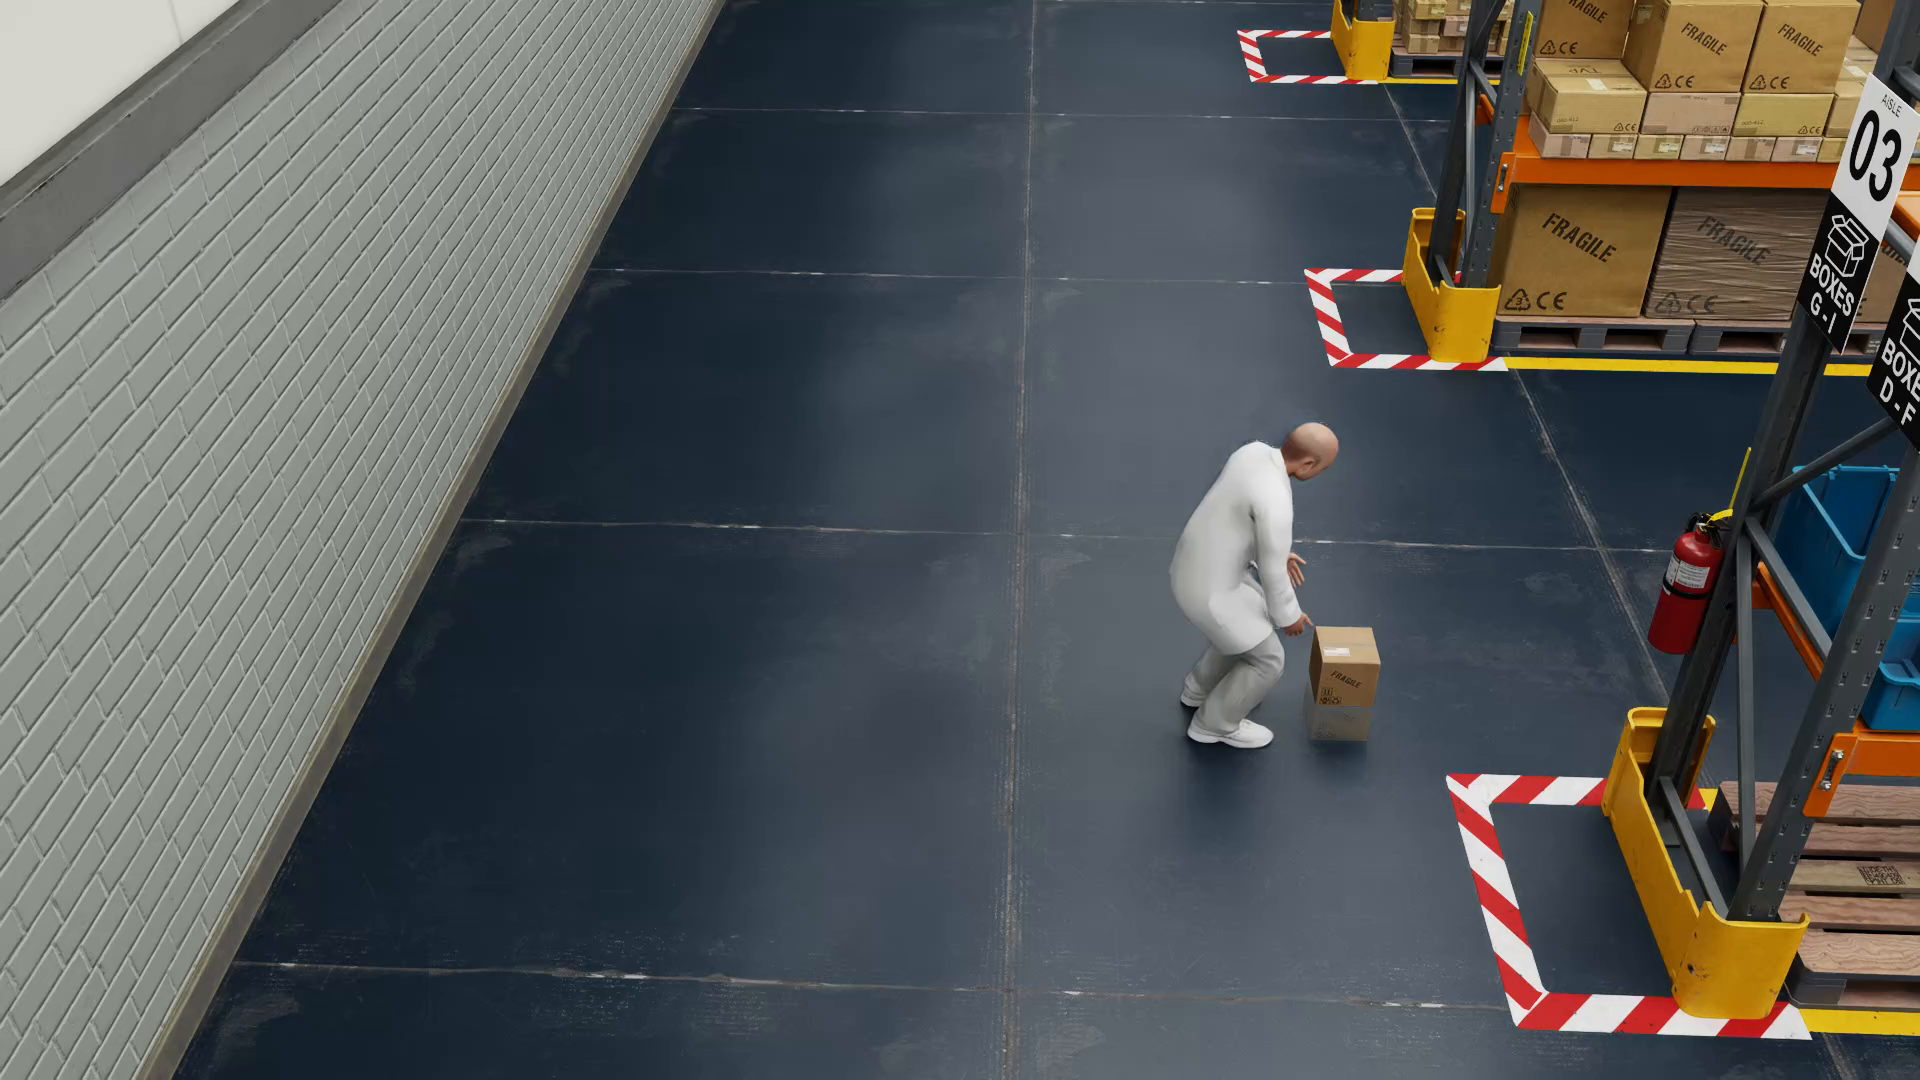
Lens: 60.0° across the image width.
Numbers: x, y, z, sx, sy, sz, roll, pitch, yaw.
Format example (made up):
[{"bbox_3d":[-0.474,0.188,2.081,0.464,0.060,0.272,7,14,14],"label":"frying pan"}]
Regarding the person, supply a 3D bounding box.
[{"bbox_3d":[1.212,0.224,7.152,0.636,1.395,0.626,2,35,2],"label":"person"}]
